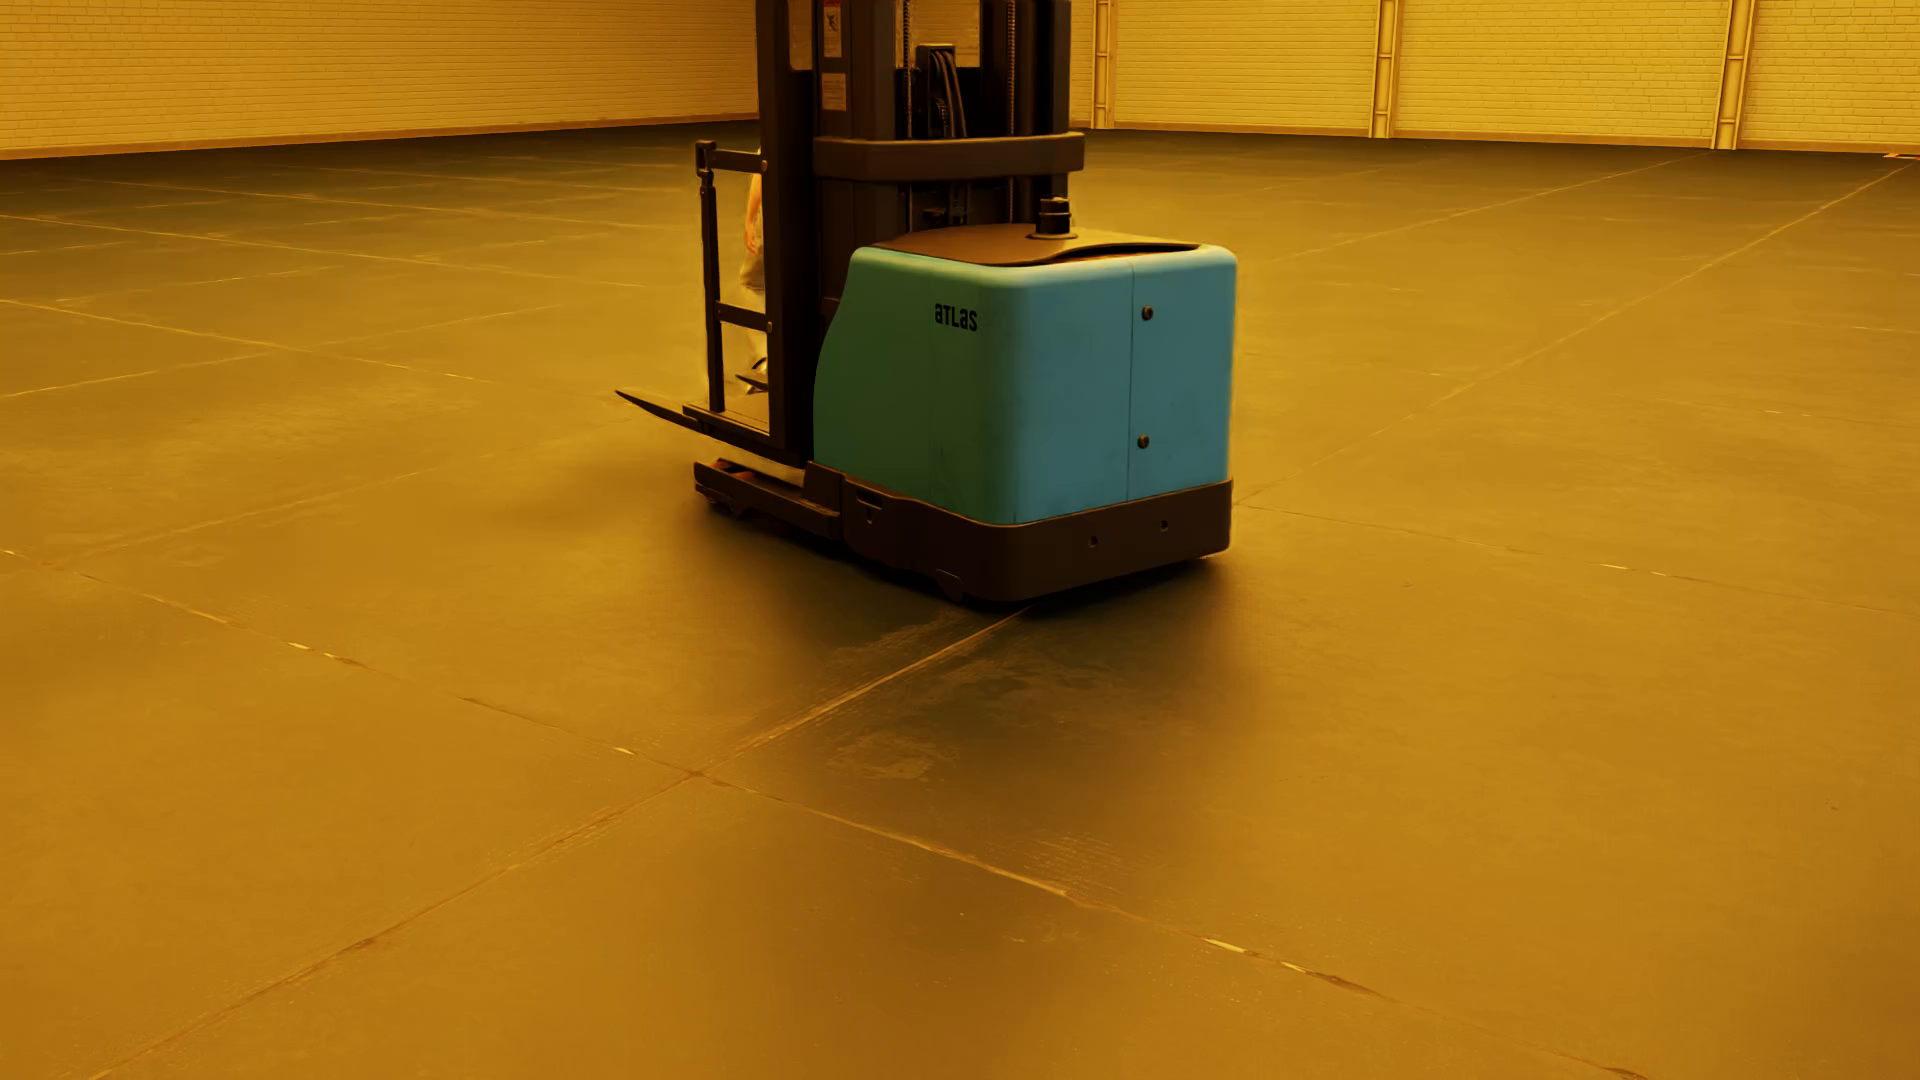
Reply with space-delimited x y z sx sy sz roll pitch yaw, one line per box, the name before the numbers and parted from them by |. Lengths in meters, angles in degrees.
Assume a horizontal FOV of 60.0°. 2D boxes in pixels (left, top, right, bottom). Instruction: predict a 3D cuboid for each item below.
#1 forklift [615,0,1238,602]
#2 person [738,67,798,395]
forklift | -0.367 -1.572 6.089 1.130 2.935 3.031 -12 20 -35
person | -0.842 -1.471 8.109 0.616 1.617 0.655 -8 18 -24
